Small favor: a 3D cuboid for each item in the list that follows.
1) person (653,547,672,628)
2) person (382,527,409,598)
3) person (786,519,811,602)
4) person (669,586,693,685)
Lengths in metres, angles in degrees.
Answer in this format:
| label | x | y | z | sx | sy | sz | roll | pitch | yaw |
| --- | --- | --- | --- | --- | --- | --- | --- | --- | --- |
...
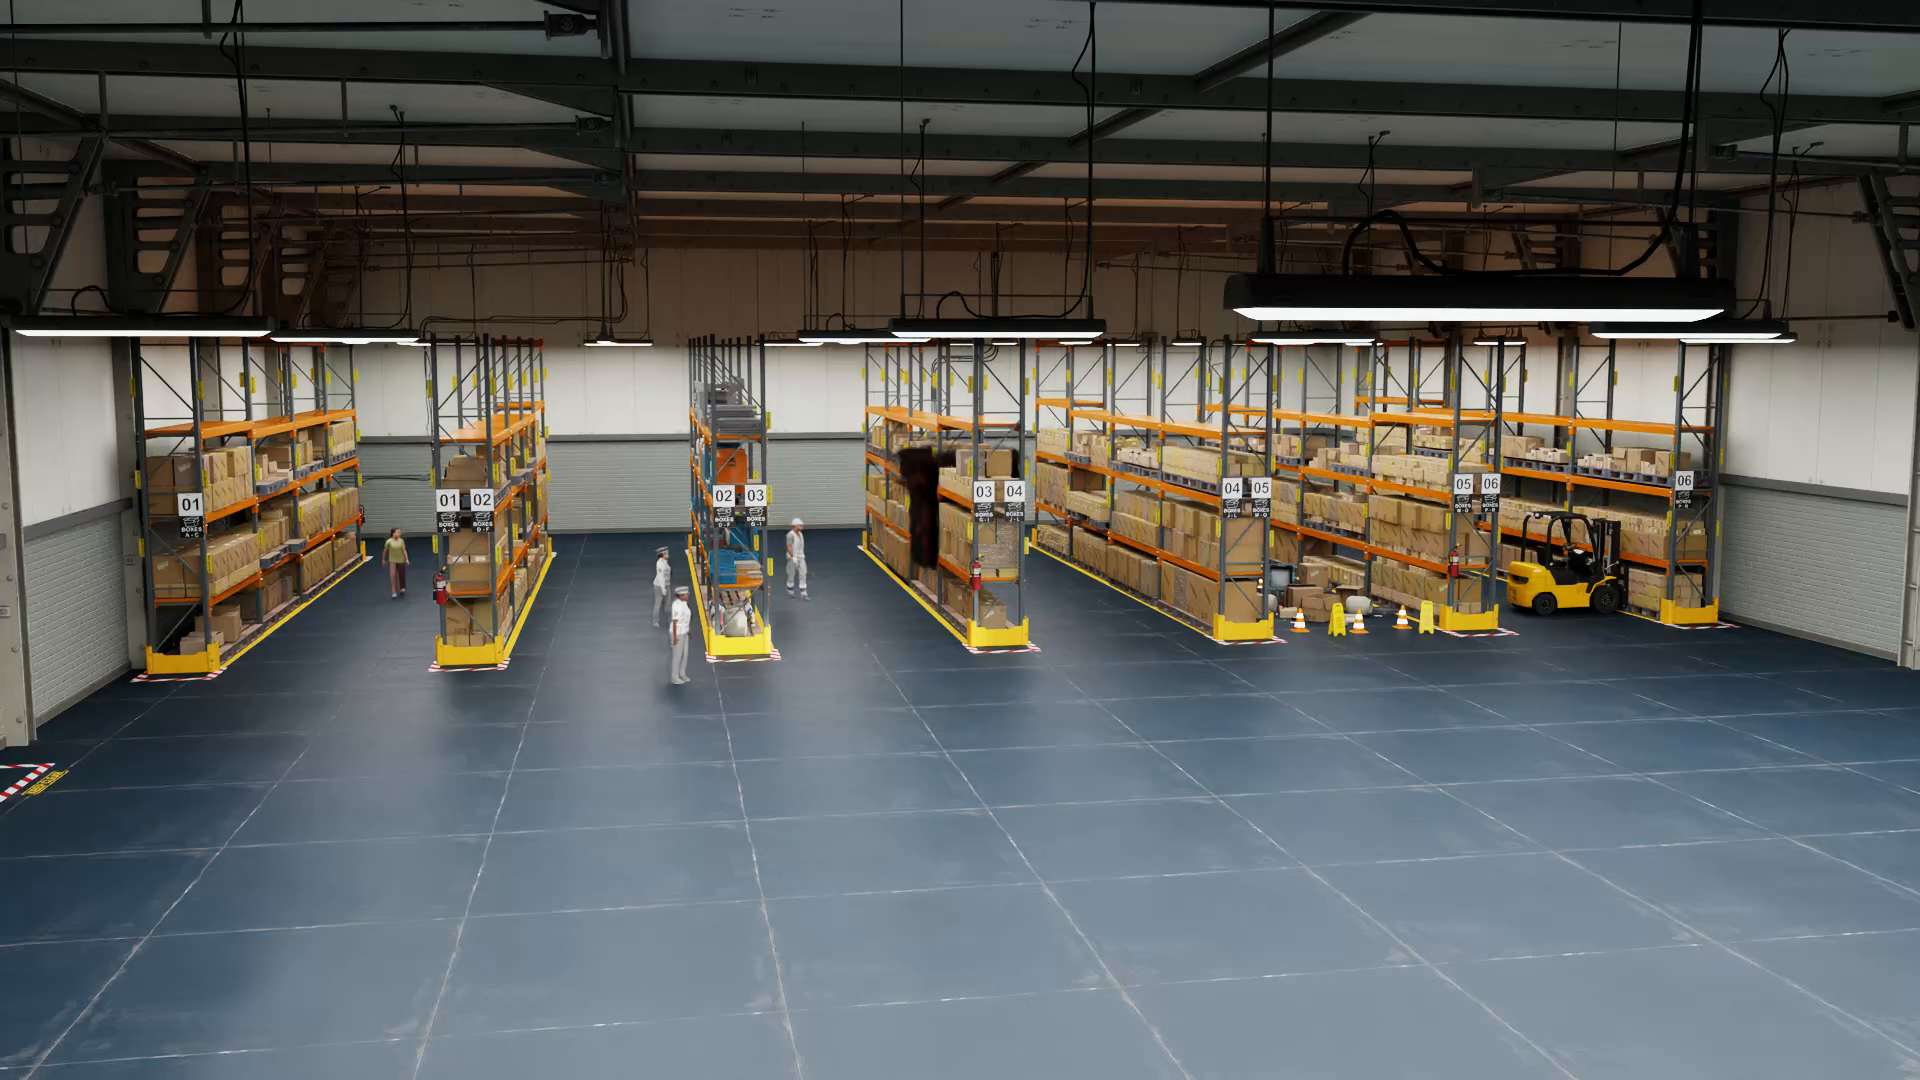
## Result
| label | x | y | z | sx | sy | sz | roll | pitch | yaw |
| --- | --- | --- | --- | --- | --- | --- | --- | --- | --- |
| person | -6.099 | 0.971 | 34.336 | 0.564 | 1.674 | 0.500 | 2 | 7 | 19 |
| person | -13.098 | 0.505 | 38.571 | 0.620 | 1.621 | 1.064 | -2 | 7 | -14 |
| person | -3.534 | 0.419 | 35.822 | 0.458 | 1.756 | 0.889 | -2 | 7 | -20 |
| person | -4.813 | 1.627 | 28.611 | 0.364 | 1.688 | 0.480 | 1 | 7 | 12 |
